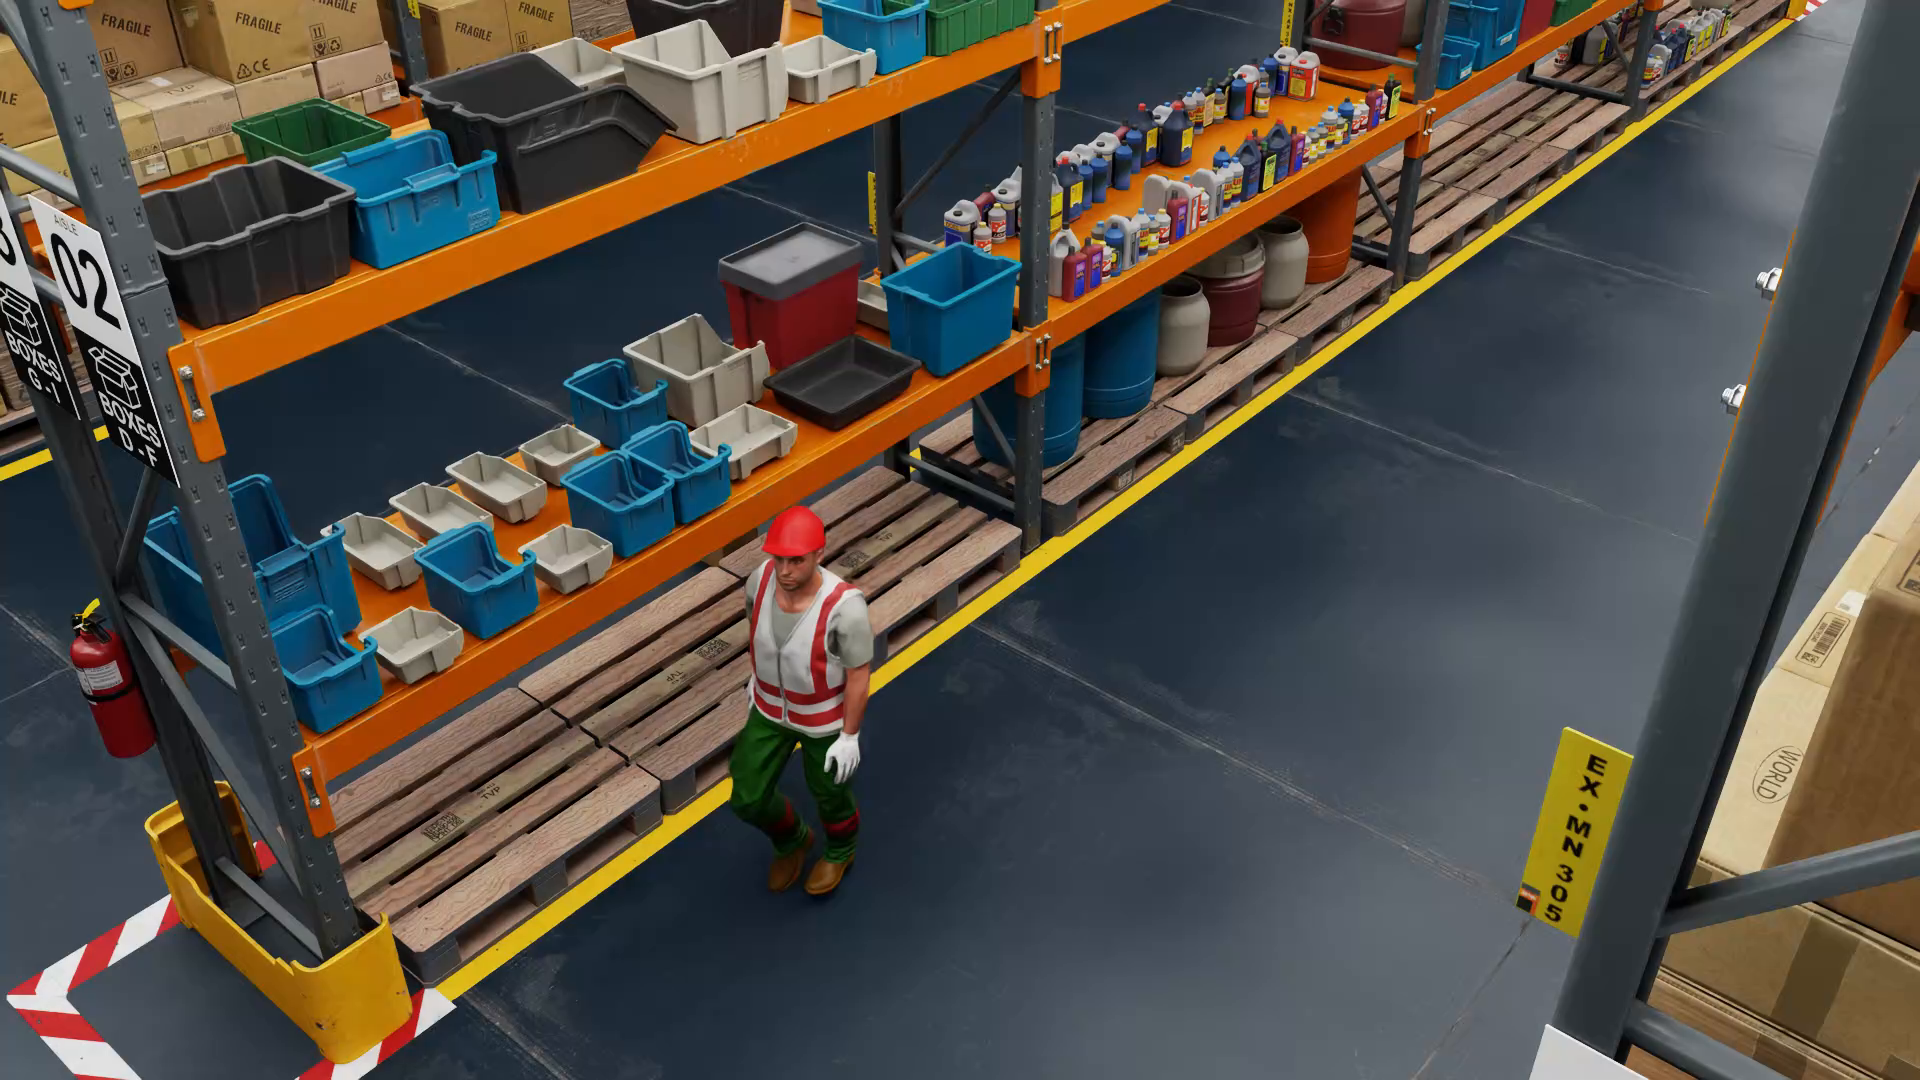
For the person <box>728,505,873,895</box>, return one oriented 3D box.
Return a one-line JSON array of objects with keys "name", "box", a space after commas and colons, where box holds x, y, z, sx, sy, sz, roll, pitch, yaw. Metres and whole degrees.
[{"name": "person", "box": [-0.608, 0.674, 6.216, 0.591, 1.819, 0.480, 15, 37, 20]}]
